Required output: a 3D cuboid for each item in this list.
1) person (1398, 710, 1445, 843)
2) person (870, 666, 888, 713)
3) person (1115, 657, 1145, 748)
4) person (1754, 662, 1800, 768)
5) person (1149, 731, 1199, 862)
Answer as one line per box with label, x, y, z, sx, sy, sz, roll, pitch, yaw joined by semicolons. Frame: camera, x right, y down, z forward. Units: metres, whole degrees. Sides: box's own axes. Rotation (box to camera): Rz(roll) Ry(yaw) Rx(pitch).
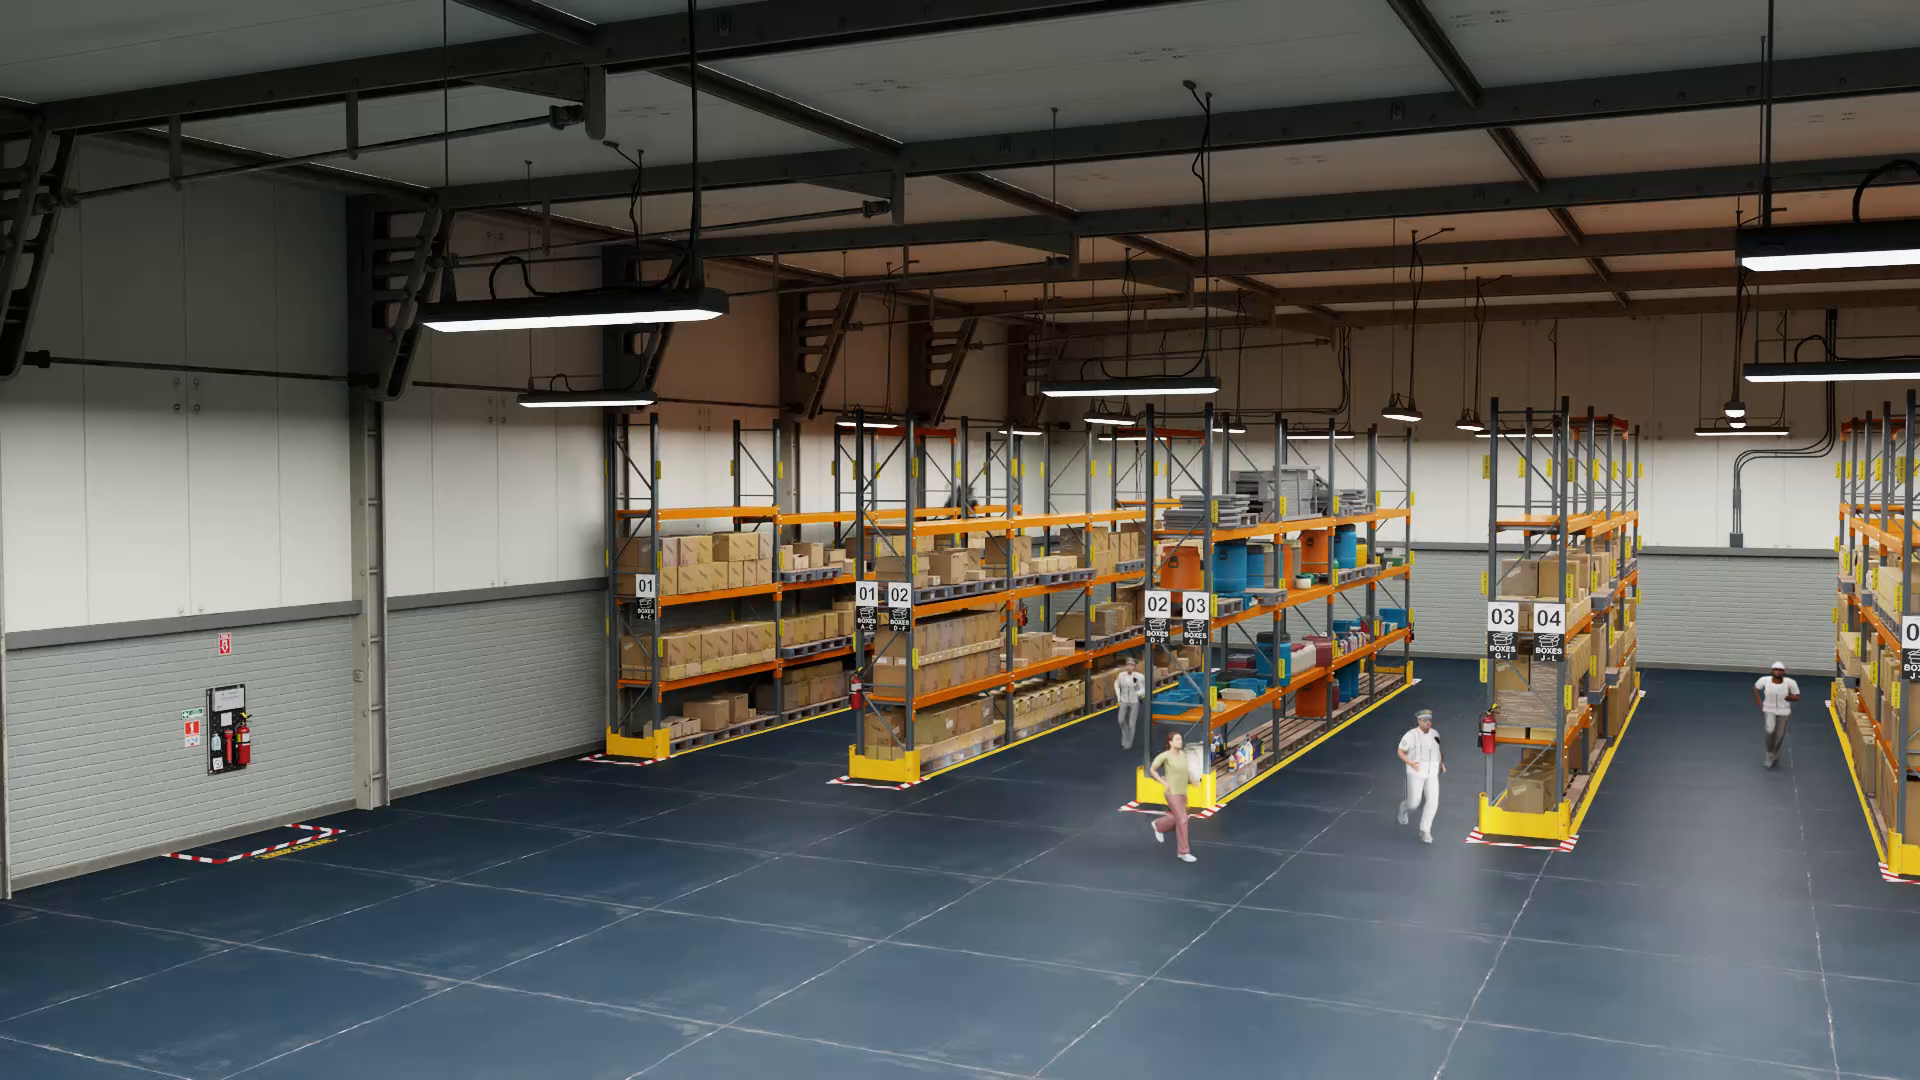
person;6.319;3.188;22.741;0.690;1.766;0.879;0;2;-10
person;-1.445;2.926;31.537;0.594;1.531;0.566;1;3;18
person;3.036;2.914;29.764;0.613;1.651;0.607;1;2;15
person;13.828;2.951;28.143;0.675;1.800;0.793;1;3;19
person;2.744;3.284;21.504;0.579;1.657;0.804;-2;3;-39
